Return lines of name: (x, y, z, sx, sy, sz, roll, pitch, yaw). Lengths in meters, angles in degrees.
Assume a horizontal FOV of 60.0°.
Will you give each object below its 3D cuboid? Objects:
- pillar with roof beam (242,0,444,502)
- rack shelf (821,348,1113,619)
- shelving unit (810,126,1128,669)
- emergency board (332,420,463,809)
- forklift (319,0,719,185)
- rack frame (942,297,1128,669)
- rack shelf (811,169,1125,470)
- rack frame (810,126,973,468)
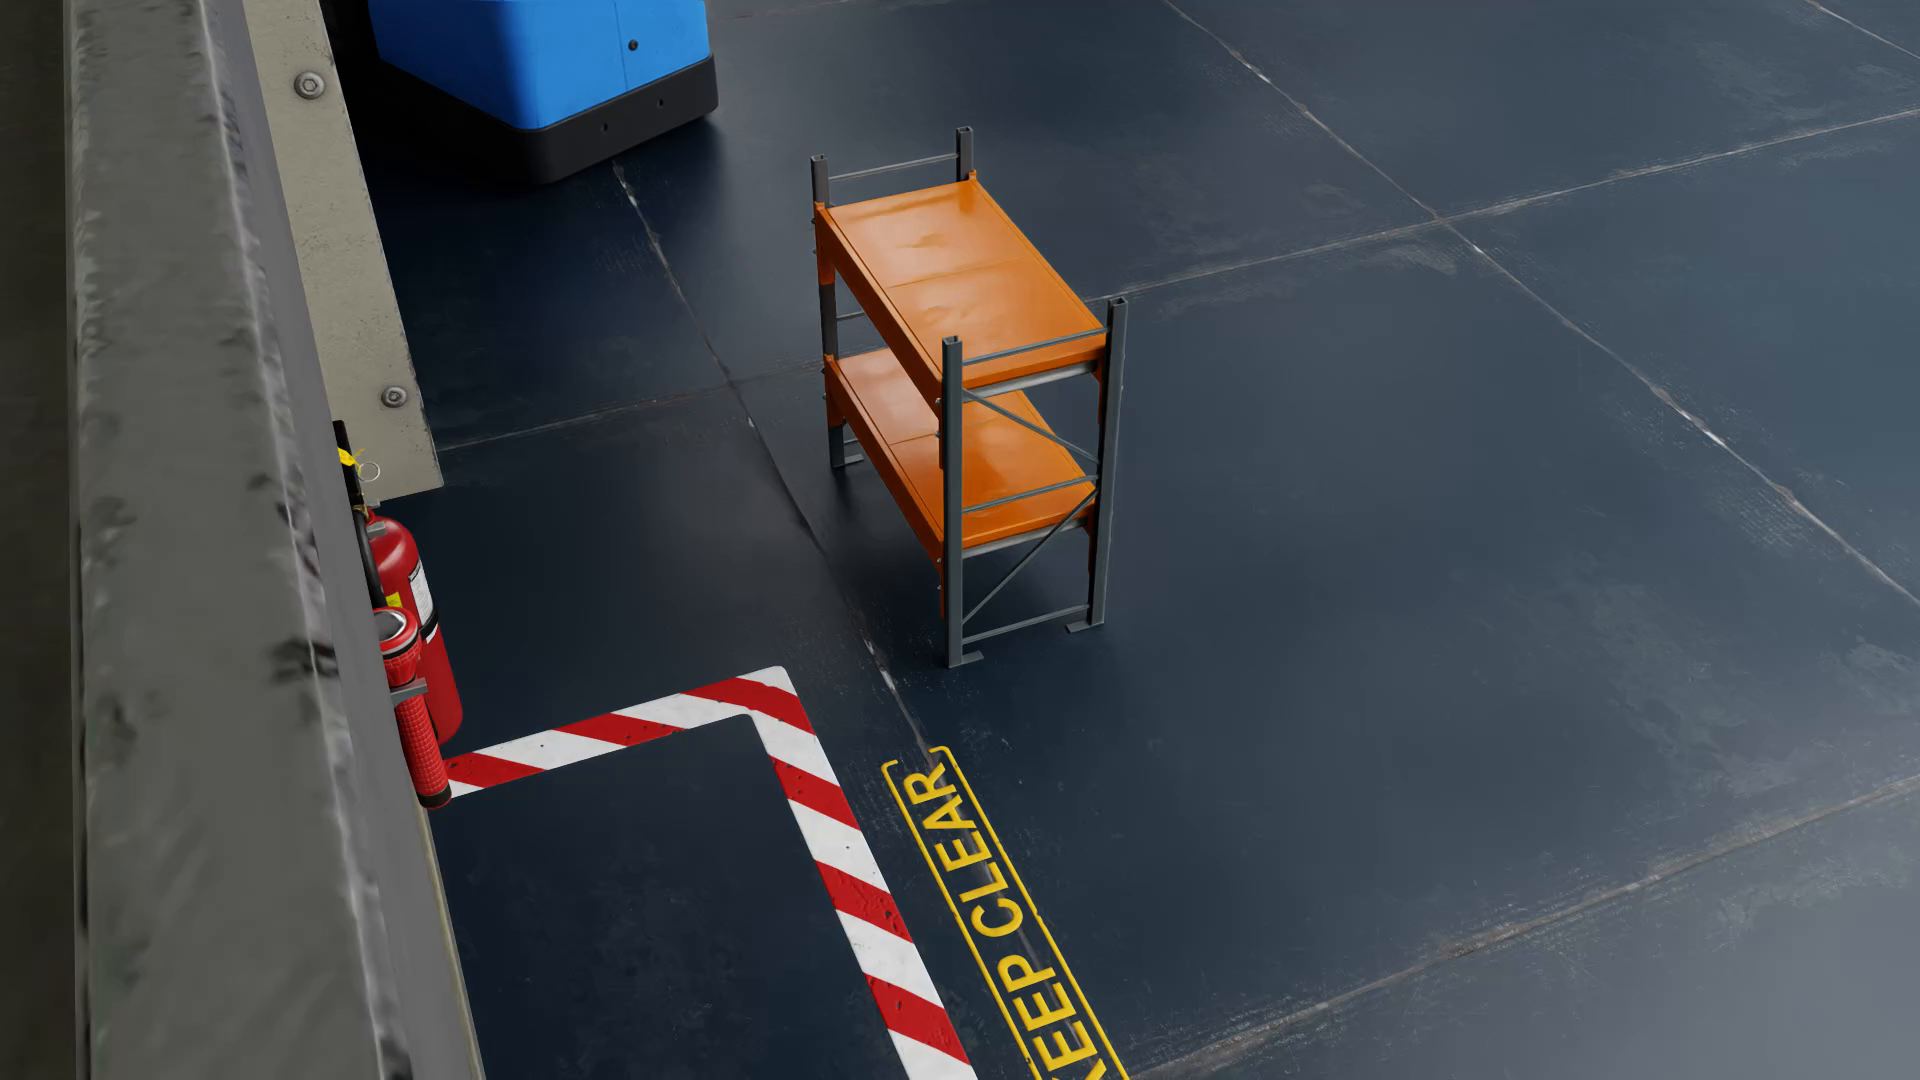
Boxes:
pillar with roof beam: (2.067, -4.745, 3.866, 9.100, 9.000, 0.400, -15, 43, -17)
rack shelf: (-0.003, -0.245, 5.047, 0.538, 0.278, 1.000, -15, 43, -17)
shelving unit: (-0.003, -0.431, 4.888, 0.538, 1.125, 1.048, -15, 43, -17)
emergency board: (-1.000, 0.102, 2.831, 0.194, 1.169, 0.643, -15, 43, -17)
forklift: (-2.504, -3.403, 6.960, 3.031, 2.935, 1.130, 31, 49, 31)
rack frame: (0.192, -0.124, 4.532, 0.500, 1.125, 0.032, -15, 43, -17)
rack shelf: (-0.003, -0.652, 4.697, 0.538, 0.278, 1.000, -15, 43, -17)
rack frame: (-0.197, -0.737, 5.244, 0.500, 1.125, 0.032, -15, 43, -17)
